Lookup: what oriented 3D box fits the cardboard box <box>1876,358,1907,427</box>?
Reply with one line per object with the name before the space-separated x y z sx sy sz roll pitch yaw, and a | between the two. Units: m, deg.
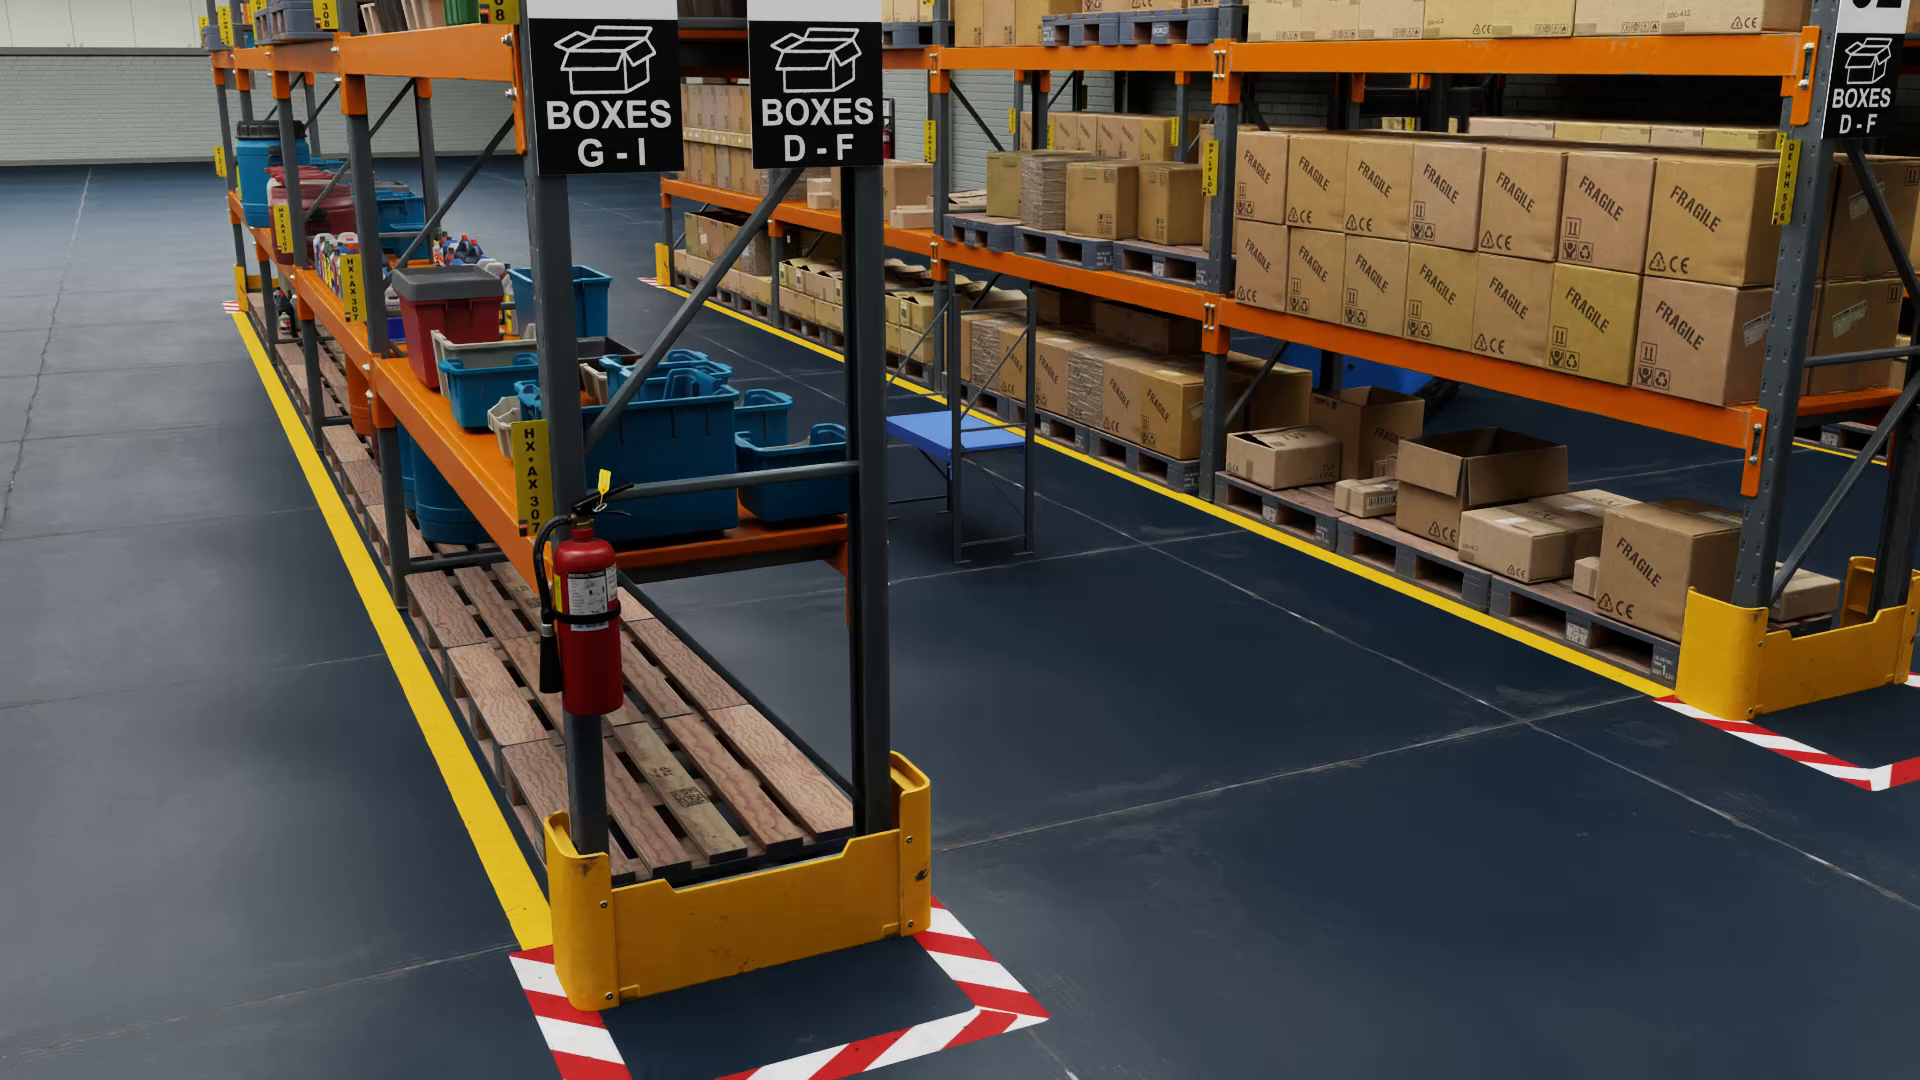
cardboard box | 6.910 -1.029 11.668 0.700 0.500 0.500 -8 18 -25

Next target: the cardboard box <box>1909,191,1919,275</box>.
cardboard box | 6.996 -2.177 11.355 0.980 0.700 0.700 -8 18 -26

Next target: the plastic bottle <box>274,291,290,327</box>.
plastic bottle | -6.578 -2.248 16.152 0.144 0.351 0.185 -9 18 -28

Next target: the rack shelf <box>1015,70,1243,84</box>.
rack shelf | 2.077 -5.927 20.832 1.077 0.370 4.000 -8 18 -25

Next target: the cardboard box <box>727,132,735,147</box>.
cardboard box | -2.365 -4.452 18.468 0.380 0.149 0.250 -7 17 -23

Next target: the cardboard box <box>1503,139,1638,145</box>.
cardboard box | 3.127 -1.809 8.624 0.500 0.500 0.500 -8 18 -25

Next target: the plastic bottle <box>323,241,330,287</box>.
plastic bottle | -4.081 -1.790 10.761 0.061 0.283 0.133 -8 18 -25

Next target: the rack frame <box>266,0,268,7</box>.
rack frame | -4.200 -5.029 10.962 1.000 3.000 0.127 -8 18 -25

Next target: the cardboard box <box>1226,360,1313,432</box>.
cardboard box | 2.014 -0.911 11.221 0.500 0.500 0.500 -9 18 -27

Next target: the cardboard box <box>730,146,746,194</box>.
cardboard box | -2.152 -4.147 18.584 0.700 0.500 0.500 -7 18 -24

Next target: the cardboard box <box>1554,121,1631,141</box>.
cardboard box | 5.361 -3.378 13.967 0.500 0.250 0.500 -8 18 -26

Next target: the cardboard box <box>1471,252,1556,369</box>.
cardboard box | 2.874 -1.139 8.099 0.500 0.500 0.500 -8 18 -24

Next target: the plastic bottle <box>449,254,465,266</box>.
plastic bottle | -3.057 -1.603 10.132 0.097 0.271 0.097 0 16 0

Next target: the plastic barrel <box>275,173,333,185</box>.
plastic barrel | -5.220 -2.650 13.301 0.433 0.535 0.433 0 16 0

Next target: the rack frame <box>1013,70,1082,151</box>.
rack frame | 1.201 -5.327 22.874 1.000 3.000 0.127 -8 18 -25

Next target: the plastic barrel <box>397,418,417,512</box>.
plastic barrel | -2.981 -0.660 9.654 0.600 0.901 0.708 -8 18 -25

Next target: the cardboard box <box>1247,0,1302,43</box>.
cardboard box | 1.997 -2.971 9.499 0.500 0.250 0.500 -8 18 -25

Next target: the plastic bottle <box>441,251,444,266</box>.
plastic bottle | -3.462 -1.889 11.257 0.097 0.201 0.097 0 16 0

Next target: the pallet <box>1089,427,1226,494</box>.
pallet | 1.616 -0.608 11.488 1.003 0.211 1.213 -8 18 -25

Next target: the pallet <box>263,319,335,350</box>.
pallet | -6.209 -1.969 16.229 1.003 0.211 1.213 -8 18 -25

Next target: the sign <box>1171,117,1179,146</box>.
sign | 2.469 -4.683 19.063 0.100 0.325 0.005 -8 18 -25

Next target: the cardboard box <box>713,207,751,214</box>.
cardboard box | -2.748 -3.871 20.665 0.500 0.500 0.500 -8 18 -25

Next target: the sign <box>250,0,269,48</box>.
sign | -4.692 -3.469 11.153 0.100 0.325 0.005 -8 18 -25

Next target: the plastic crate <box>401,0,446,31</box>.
plastic crate | -1.824 -1.960 6.181 0.437 0.136 0.530 -8 18 -25

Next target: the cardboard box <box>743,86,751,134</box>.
cardboard box | -1.921 -4.641 17.953 0.700 0.500 0.500 -8 18 -25

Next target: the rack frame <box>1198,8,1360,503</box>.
rack frame | 2.006 -1.752 10.416 1.000 3.000 0.127 -8 18 -25

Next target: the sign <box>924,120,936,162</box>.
sign | -0.243 -3.232 13.476 0.100 0.325 0.005 -8 18 -25

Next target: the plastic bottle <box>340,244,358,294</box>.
plastic bottle | -3.627 -1.592 9.949 0.144 0.351 0.185 -8 18 -25

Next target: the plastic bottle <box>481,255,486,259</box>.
plastic bottle | -2.884 -1.596 10.108 0.097 0.271 0.097 0 16 0

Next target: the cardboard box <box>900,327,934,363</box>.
cardboard box | -0.196 -1.725 14.546 0.500 0.250 0.500 -7 18 -24

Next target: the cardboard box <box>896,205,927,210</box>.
cardboard box | -0.355 -2.932 14.985 0.380 0.149 0.250 -6 17 -21

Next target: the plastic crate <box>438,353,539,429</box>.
plastic crate | -1.826 -0.589 6.559 0.416 0.233 0.300 -8 18 -25

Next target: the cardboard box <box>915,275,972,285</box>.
cardboard box | -0.171 -2.314 15.585 0.500 0.311 0.500 -8 18 -26

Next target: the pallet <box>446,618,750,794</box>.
pallet | -1.553 0.667 7.044 1.003 0.211 1.213 -8 18 -25

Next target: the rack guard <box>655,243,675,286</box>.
rack guard | -3.261 -3.531 21.150 1.175 0.500 0.348 -8 18 -25

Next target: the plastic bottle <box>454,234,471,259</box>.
plastic bottle | -3.107 -1.745 10.484 0.144 0.351 0.185 -8 18 -25

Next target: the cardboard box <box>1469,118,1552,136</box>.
cardboard box | 4.909 -3.627 14.836 0.500 0.250 0.500 -8 18 -26

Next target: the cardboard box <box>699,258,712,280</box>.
cardboard box | -2.775 -3.200 19.687 0.500 0.250 0.500 -8 18 -25

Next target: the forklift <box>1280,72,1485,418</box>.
forklift | 3.548 -2.606 13.519 1.130 2.935 3.031 8 18 25

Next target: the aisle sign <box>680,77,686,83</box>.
aisle sign | -3.555 -5.956 20.354 0.394 0.787 0.004 -8 18 -25

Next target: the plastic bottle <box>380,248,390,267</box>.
plastic bottle | -3.550 -1.643 10.129 0.144 0.351 0.185 -8 18 -25

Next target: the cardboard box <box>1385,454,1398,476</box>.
cardboard box | 2.840 -0.378 9.706 0.500 0.311 0.500 -8 18 -25

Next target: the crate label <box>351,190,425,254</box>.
crate label | -4.392 -2.442 12.757 0.502 0.435 0.616 -8 18 -25

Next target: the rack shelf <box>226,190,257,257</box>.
rack shelf | -6.829 -3.288 17.073 1.077 0.370 4.000 -8 18 -25

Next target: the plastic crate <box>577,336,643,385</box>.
plastic crate | -1.716 -0.805 7.509 0.437 0.125 0.590 -8 18 -25

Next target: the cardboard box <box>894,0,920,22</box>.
cardboard box | -0.241 -4.548 14.235 0.500 0.250 0.500 -7 17 -23

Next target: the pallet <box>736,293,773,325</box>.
pallet | -1.809 -2.597 18.418 1.003 0.211 1.213 -8 18 -25

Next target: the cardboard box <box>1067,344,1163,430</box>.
cardboard box | 1.104 -1.097 11.870 0.500 0.500 0.500 -7 18 -24

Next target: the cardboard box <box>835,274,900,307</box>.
cardboard box | -0.867 -2.371 15.783 0.500 0.311 0.500 -7 17 -23

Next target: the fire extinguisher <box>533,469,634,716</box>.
fire extinguisher | -1.038 0.147 4.618 0.296 0.674 0.183 -8 18 -25

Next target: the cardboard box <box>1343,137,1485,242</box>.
cardboard box | 2.411 -1.874 8.849 0.500 0.500 0.500 -8 18 -27

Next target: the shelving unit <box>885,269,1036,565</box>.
shelving unit | -0.037 -0.742 9.617 0.538 1.500 1.048 -8 18 -25
